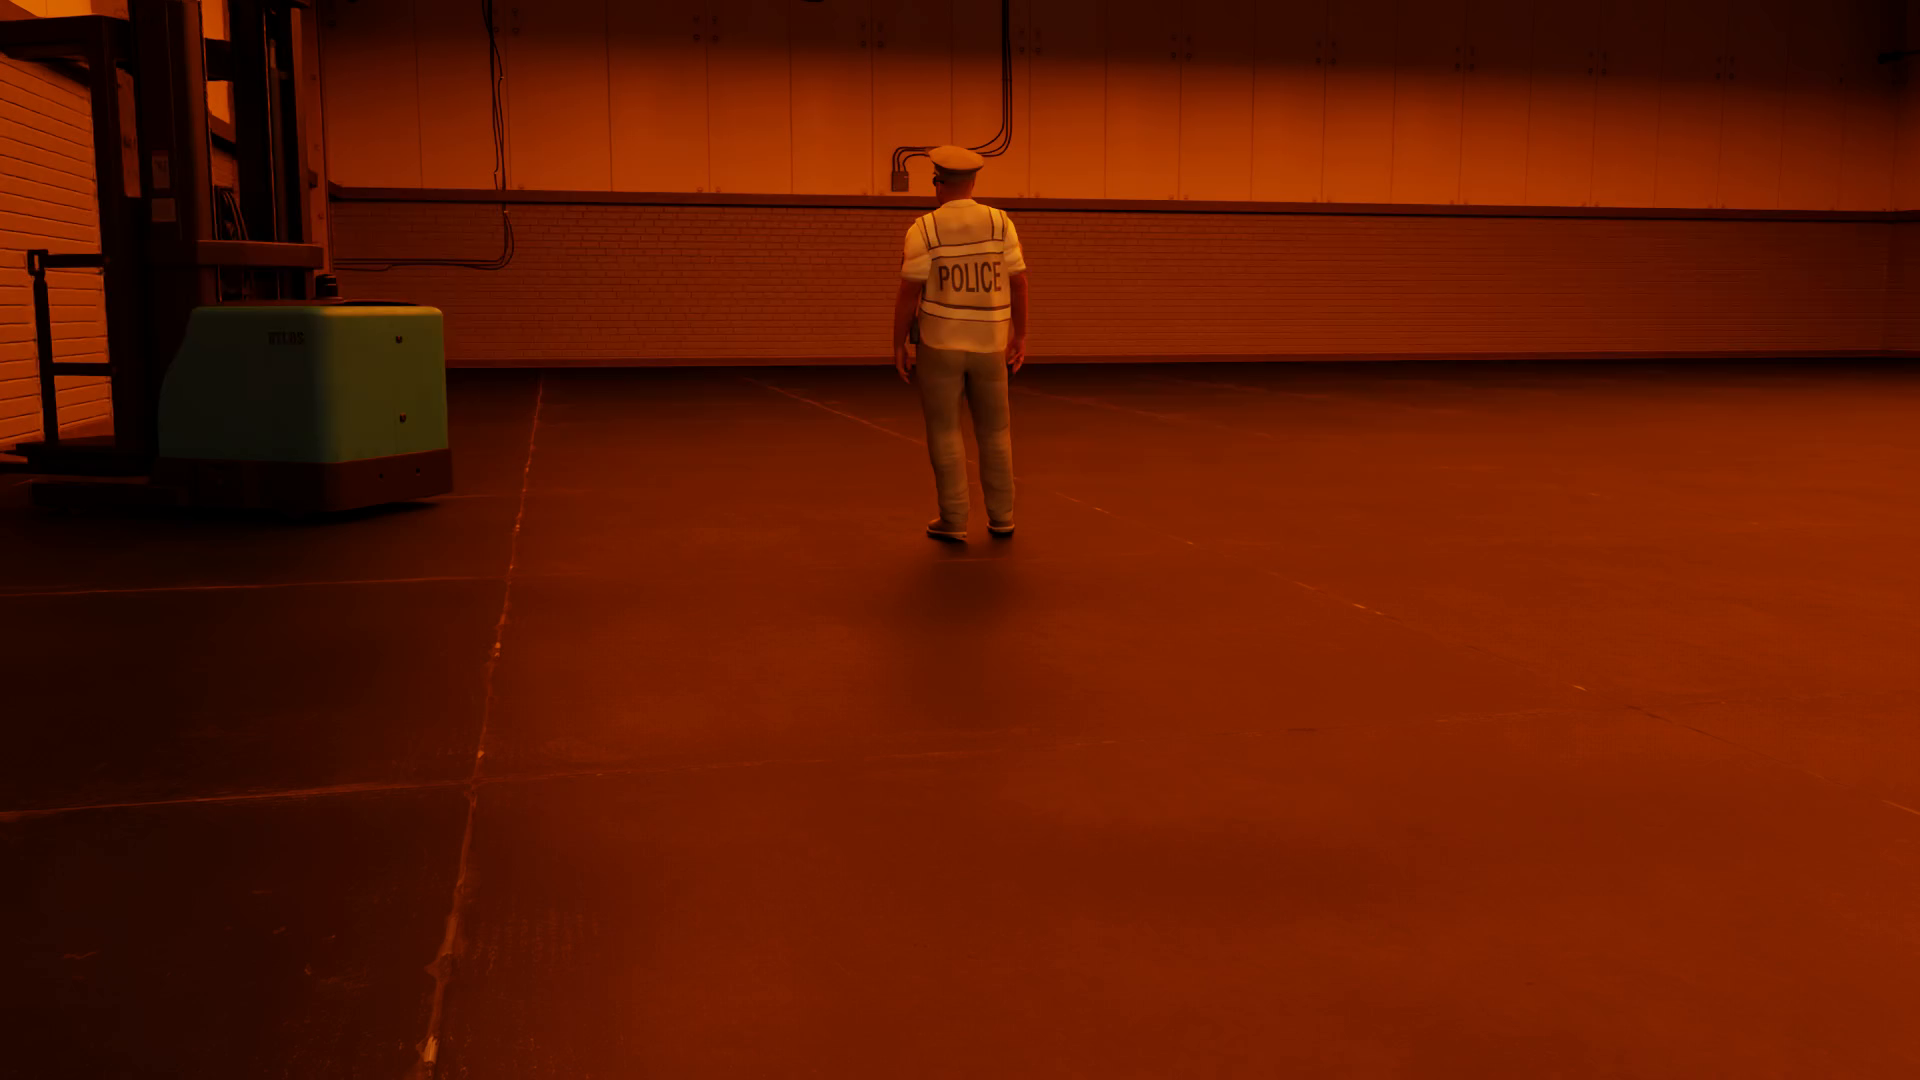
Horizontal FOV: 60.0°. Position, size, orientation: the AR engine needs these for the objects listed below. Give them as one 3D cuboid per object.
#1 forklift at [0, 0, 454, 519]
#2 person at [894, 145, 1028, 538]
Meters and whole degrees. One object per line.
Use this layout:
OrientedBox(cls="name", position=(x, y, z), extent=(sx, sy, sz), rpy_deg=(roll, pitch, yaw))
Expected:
OrientedBox(cls="forklift", position=(-4.339, -1.651, 8.925), extent=(3.031, 2.935, 1.130), rpy_deg=(3, 8, 18))
OrientedBox(cls="person", position=(-0.007, -0.901, 7.660), extent=(0.641, 1.780, 0.574), rpy_deg=(-2, 8, -13))
